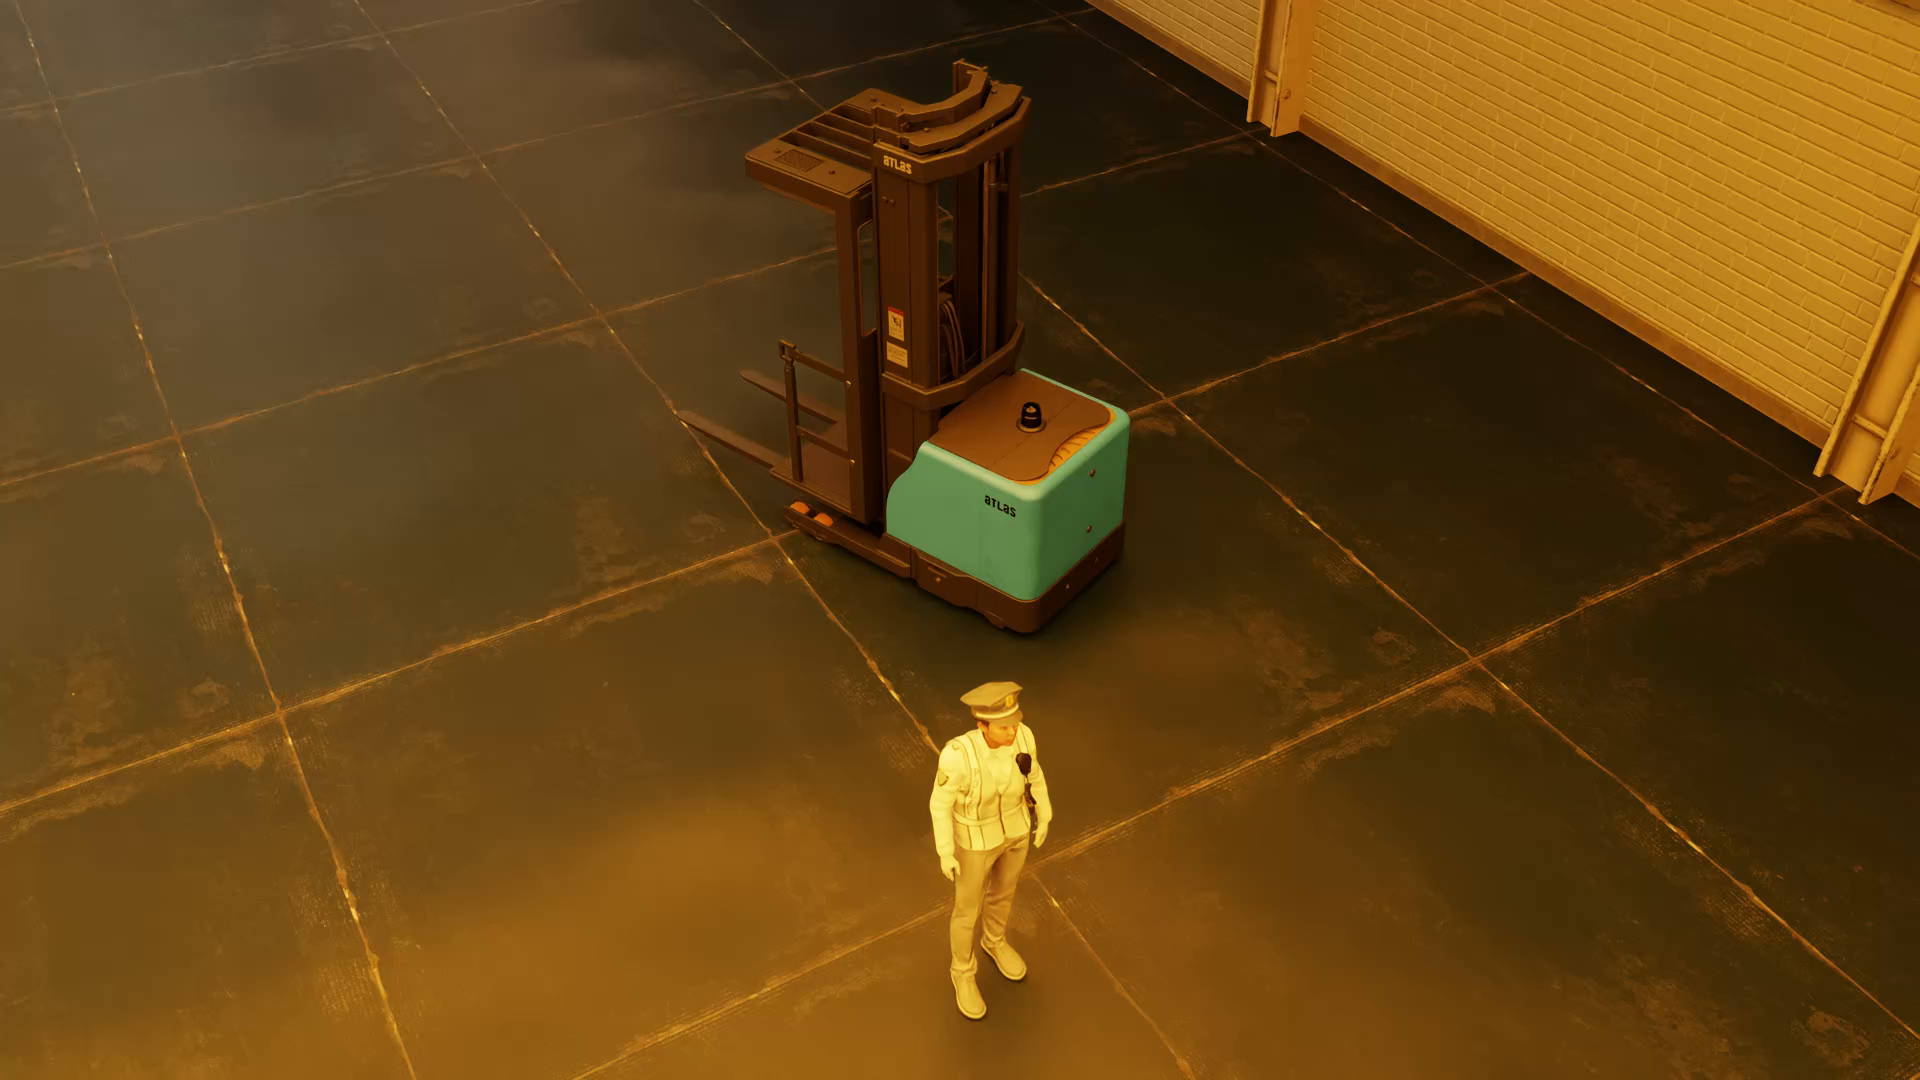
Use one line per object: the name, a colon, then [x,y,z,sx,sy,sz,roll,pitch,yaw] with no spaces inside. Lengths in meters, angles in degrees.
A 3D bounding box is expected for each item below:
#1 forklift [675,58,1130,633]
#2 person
forklift: [-0.481,-1.366,9.683,3.031,2.935,1.130,26,46,28]
person: [0.173,1.342,7.379,0.578,1.698,0.526,-19,43,-21]
